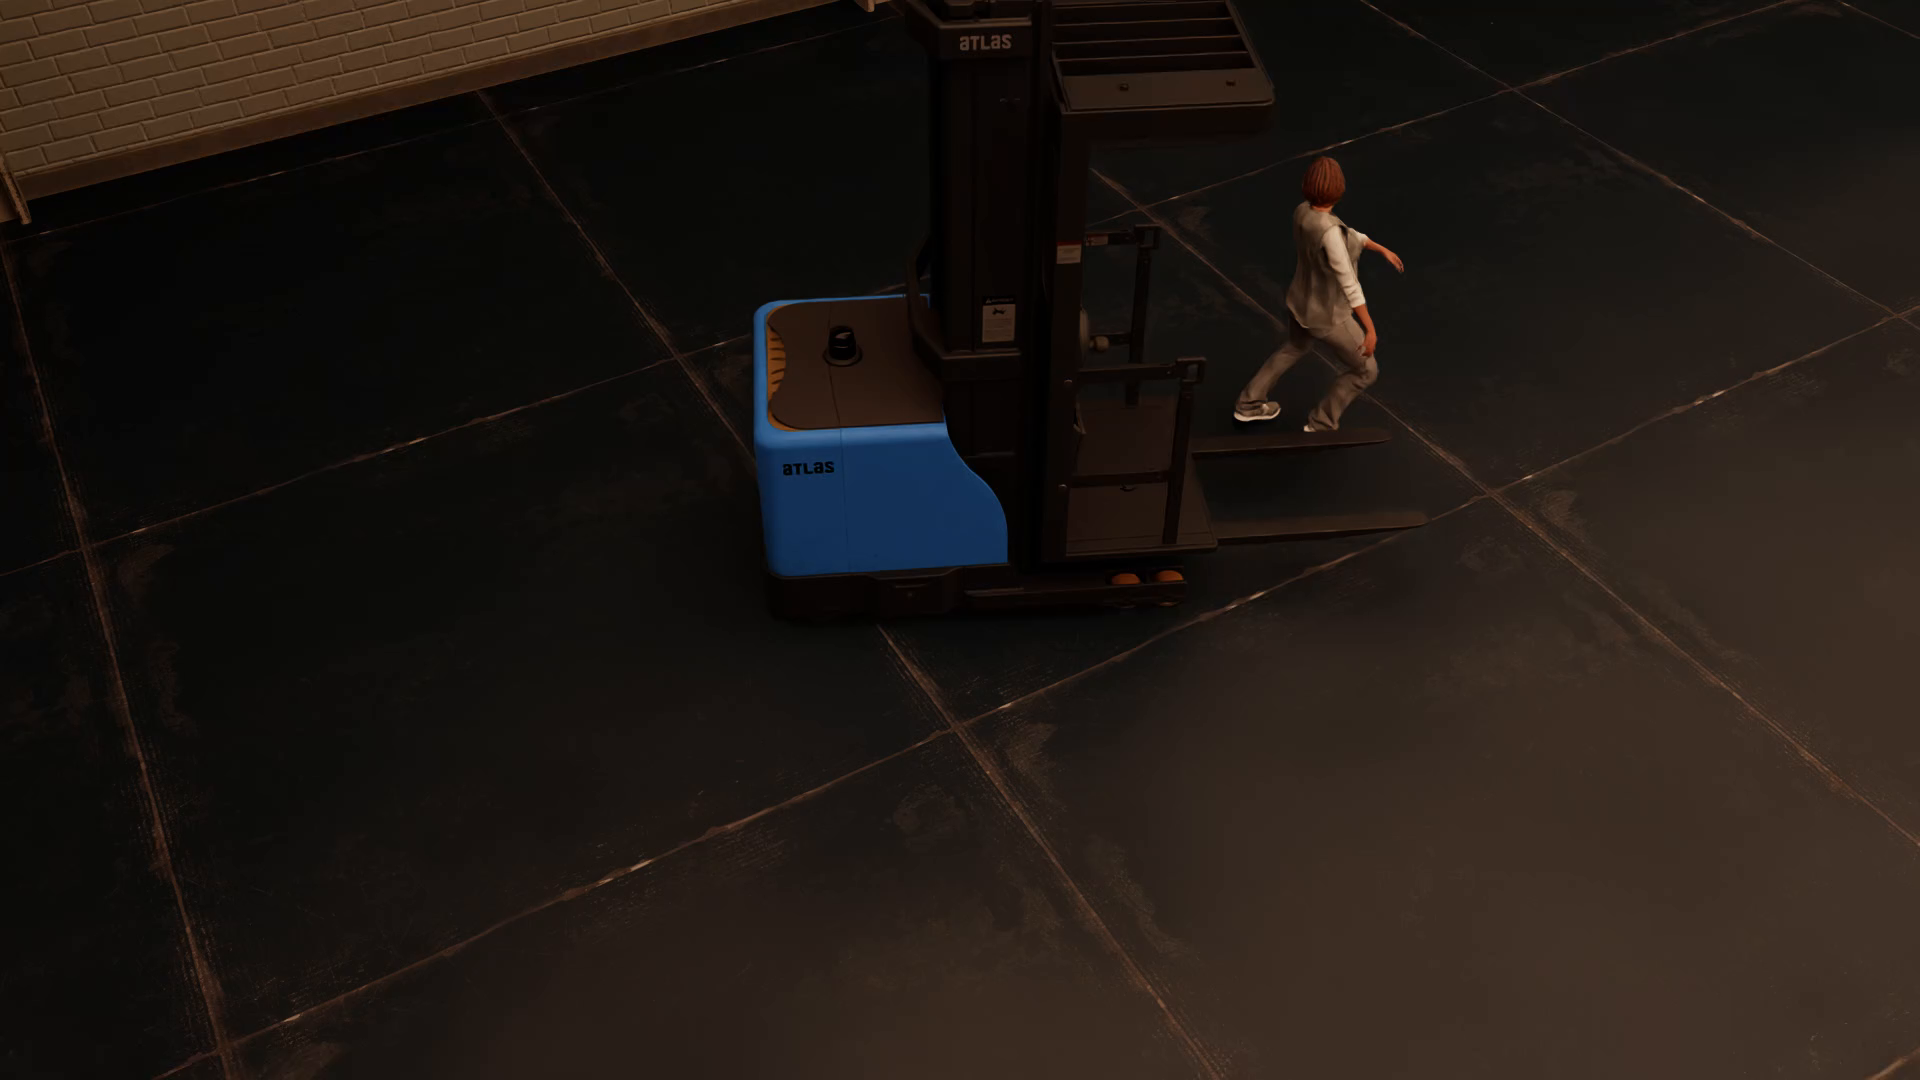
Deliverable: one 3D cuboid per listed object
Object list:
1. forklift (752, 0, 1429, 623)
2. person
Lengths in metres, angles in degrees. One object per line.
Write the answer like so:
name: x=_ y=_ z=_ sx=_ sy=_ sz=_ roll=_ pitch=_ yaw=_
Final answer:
forklift: x=0.611 y=-1.121 z=6.907 sx=3.031 sy=2.935 sz=1.130 roll=-4 pitch=43 yaw=-4
person: x=1.808 y=-1.059 z=7.982 sx=0.754 sy=1.568 sz=0.606 roll=-14 pitch=45 yaw=-14
